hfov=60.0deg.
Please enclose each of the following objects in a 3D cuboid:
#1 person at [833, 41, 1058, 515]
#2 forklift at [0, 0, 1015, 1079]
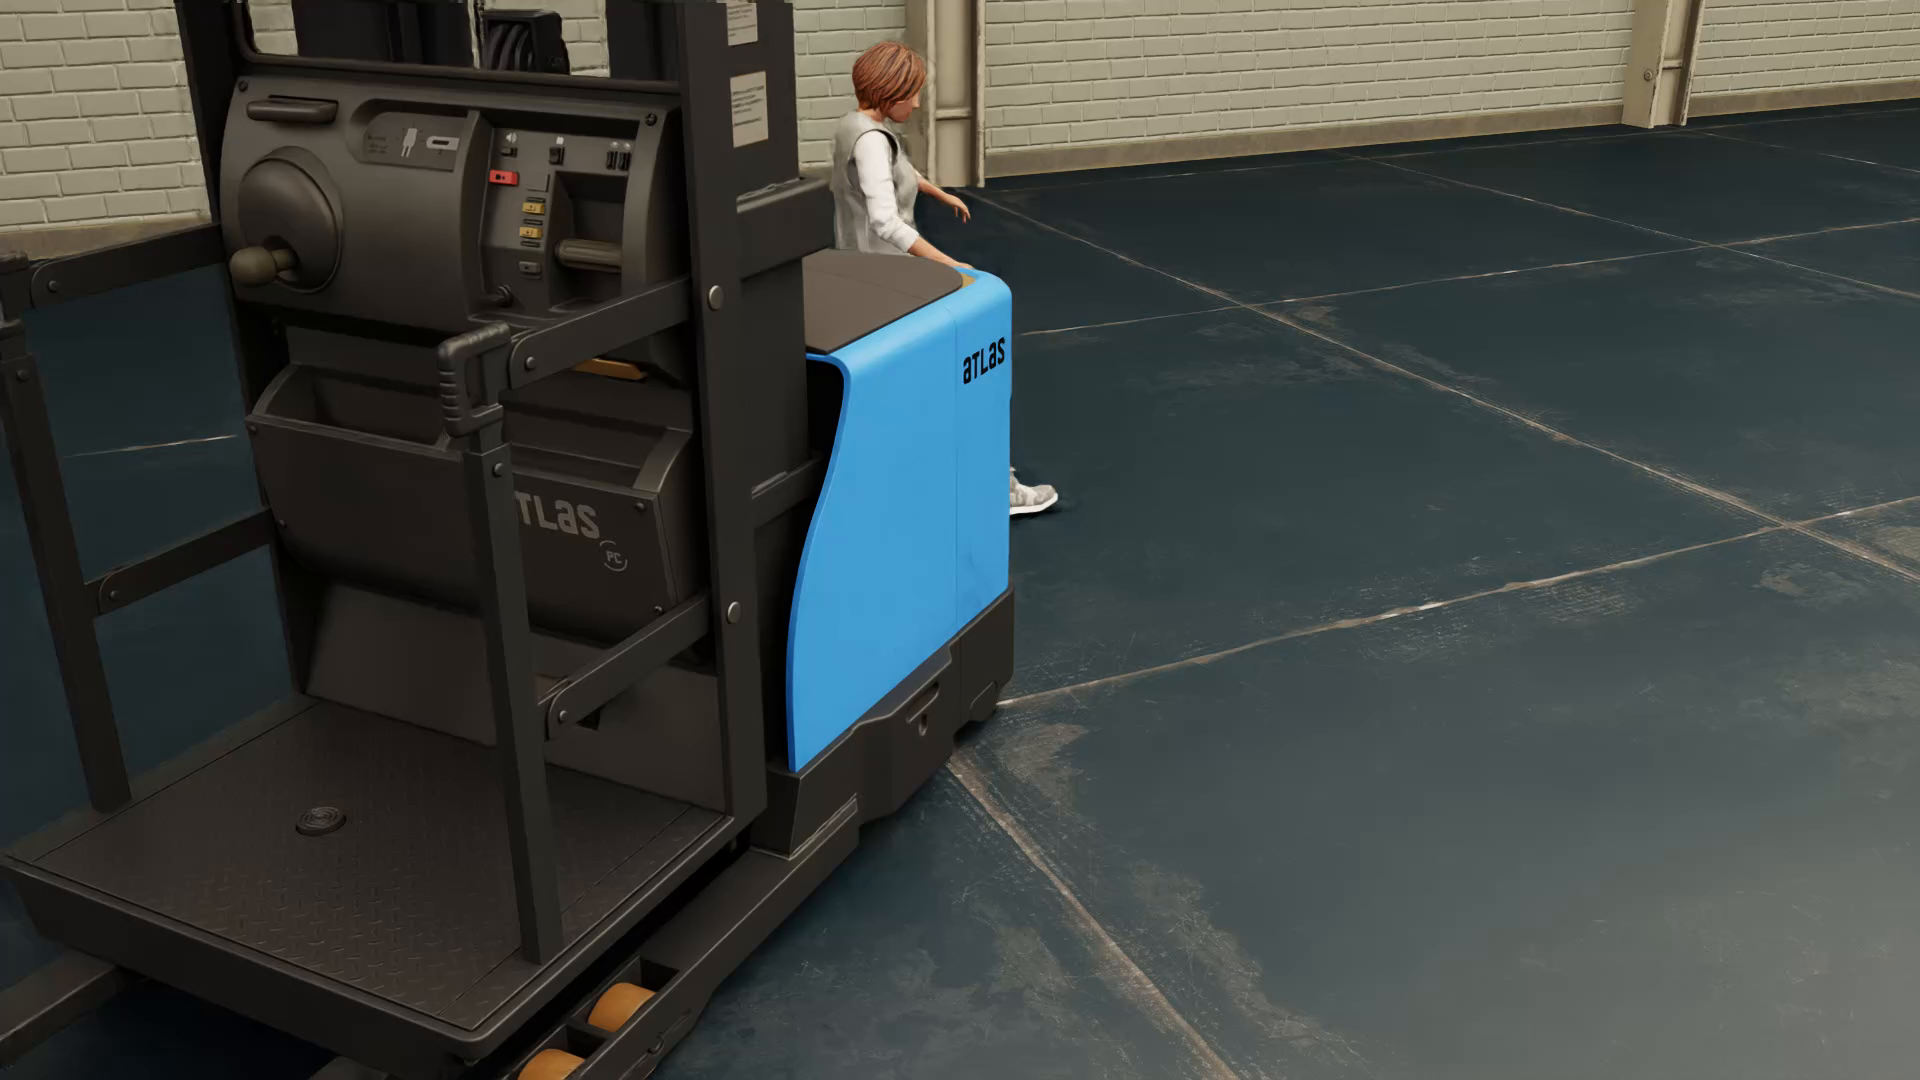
[{"bbox_3d":[-0.161,-0.851,5.358,0.874,1.435,0.925,-3,23,-6],"label":"person"},{"bbox_3d":[-0.976,-0.548,2.605,1.130,2.935,3.031,11,25,24],"label":"forklift"}]
